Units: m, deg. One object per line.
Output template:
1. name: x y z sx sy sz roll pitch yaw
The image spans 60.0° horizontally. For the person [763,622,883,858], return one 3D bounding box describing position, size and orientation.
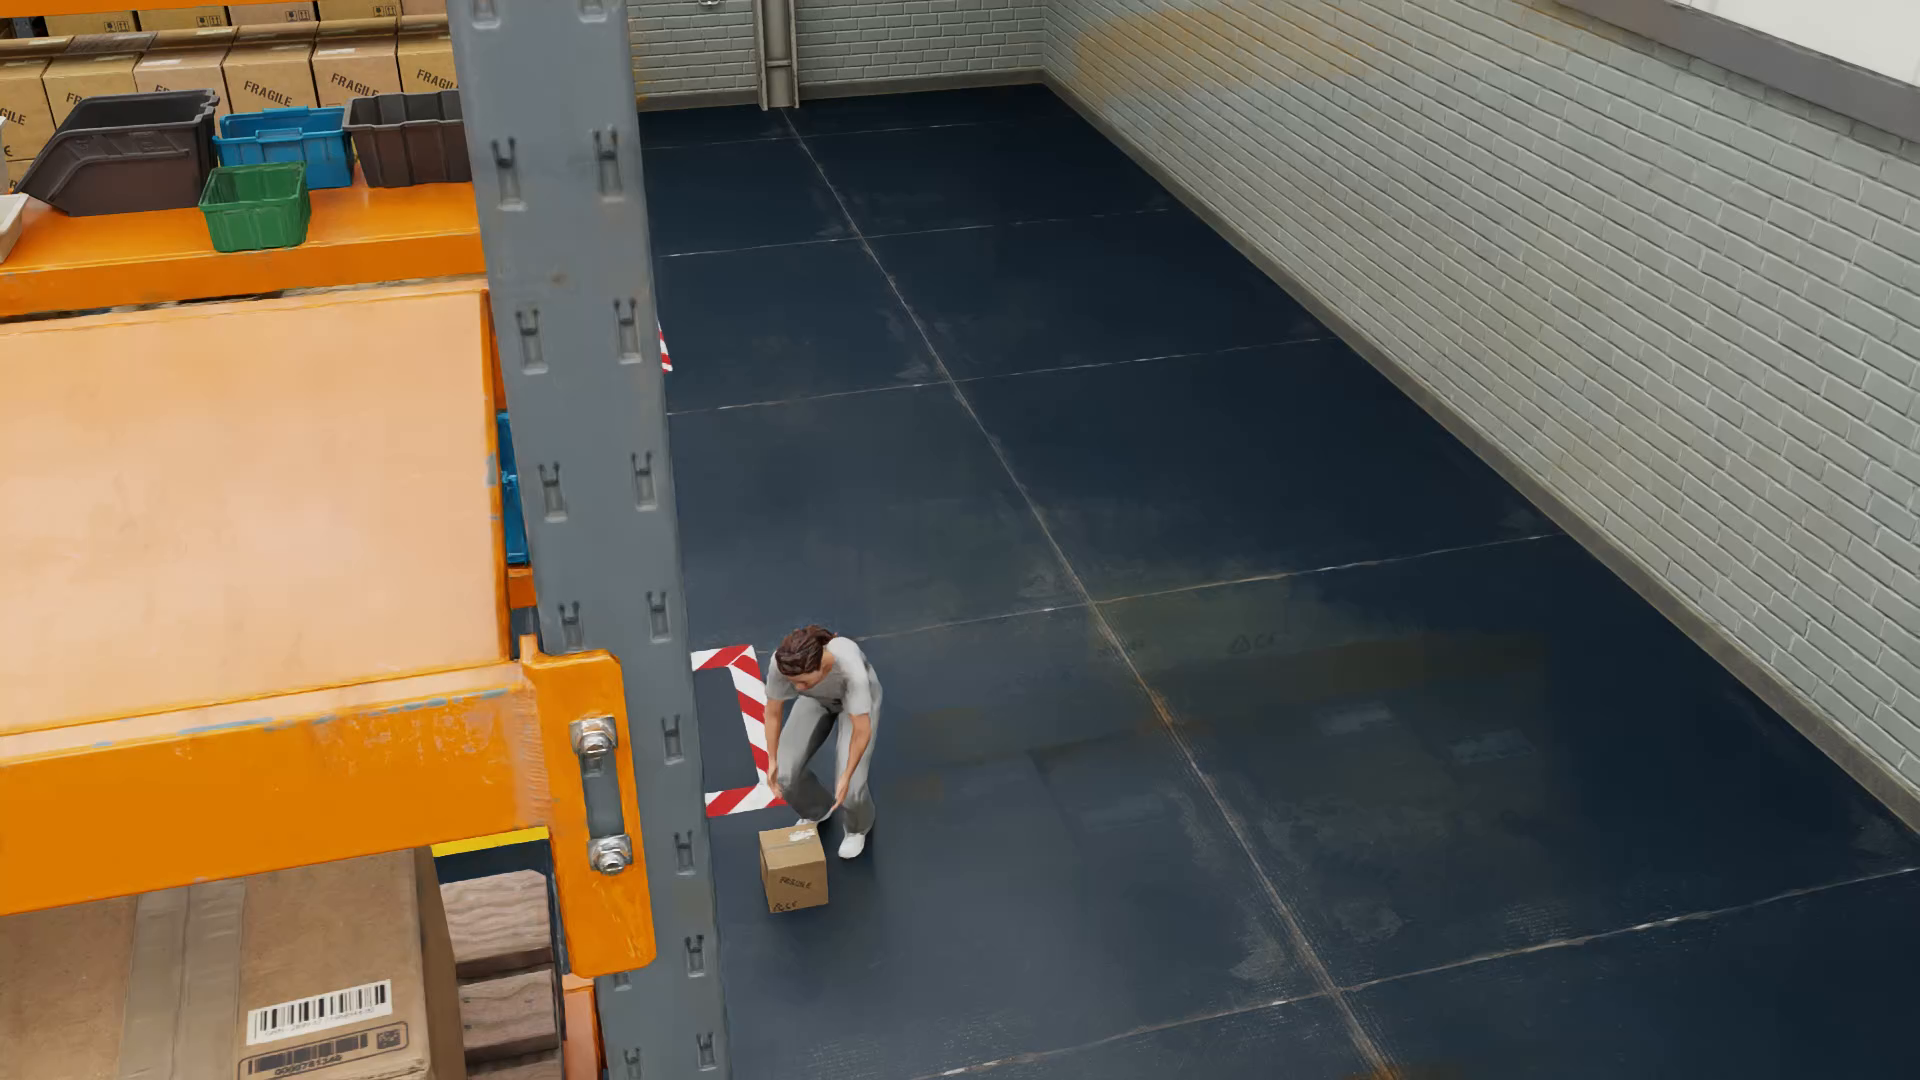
1. person: -0.561 0.815 7.142 0.492 1.275 0.696 12 32 19
